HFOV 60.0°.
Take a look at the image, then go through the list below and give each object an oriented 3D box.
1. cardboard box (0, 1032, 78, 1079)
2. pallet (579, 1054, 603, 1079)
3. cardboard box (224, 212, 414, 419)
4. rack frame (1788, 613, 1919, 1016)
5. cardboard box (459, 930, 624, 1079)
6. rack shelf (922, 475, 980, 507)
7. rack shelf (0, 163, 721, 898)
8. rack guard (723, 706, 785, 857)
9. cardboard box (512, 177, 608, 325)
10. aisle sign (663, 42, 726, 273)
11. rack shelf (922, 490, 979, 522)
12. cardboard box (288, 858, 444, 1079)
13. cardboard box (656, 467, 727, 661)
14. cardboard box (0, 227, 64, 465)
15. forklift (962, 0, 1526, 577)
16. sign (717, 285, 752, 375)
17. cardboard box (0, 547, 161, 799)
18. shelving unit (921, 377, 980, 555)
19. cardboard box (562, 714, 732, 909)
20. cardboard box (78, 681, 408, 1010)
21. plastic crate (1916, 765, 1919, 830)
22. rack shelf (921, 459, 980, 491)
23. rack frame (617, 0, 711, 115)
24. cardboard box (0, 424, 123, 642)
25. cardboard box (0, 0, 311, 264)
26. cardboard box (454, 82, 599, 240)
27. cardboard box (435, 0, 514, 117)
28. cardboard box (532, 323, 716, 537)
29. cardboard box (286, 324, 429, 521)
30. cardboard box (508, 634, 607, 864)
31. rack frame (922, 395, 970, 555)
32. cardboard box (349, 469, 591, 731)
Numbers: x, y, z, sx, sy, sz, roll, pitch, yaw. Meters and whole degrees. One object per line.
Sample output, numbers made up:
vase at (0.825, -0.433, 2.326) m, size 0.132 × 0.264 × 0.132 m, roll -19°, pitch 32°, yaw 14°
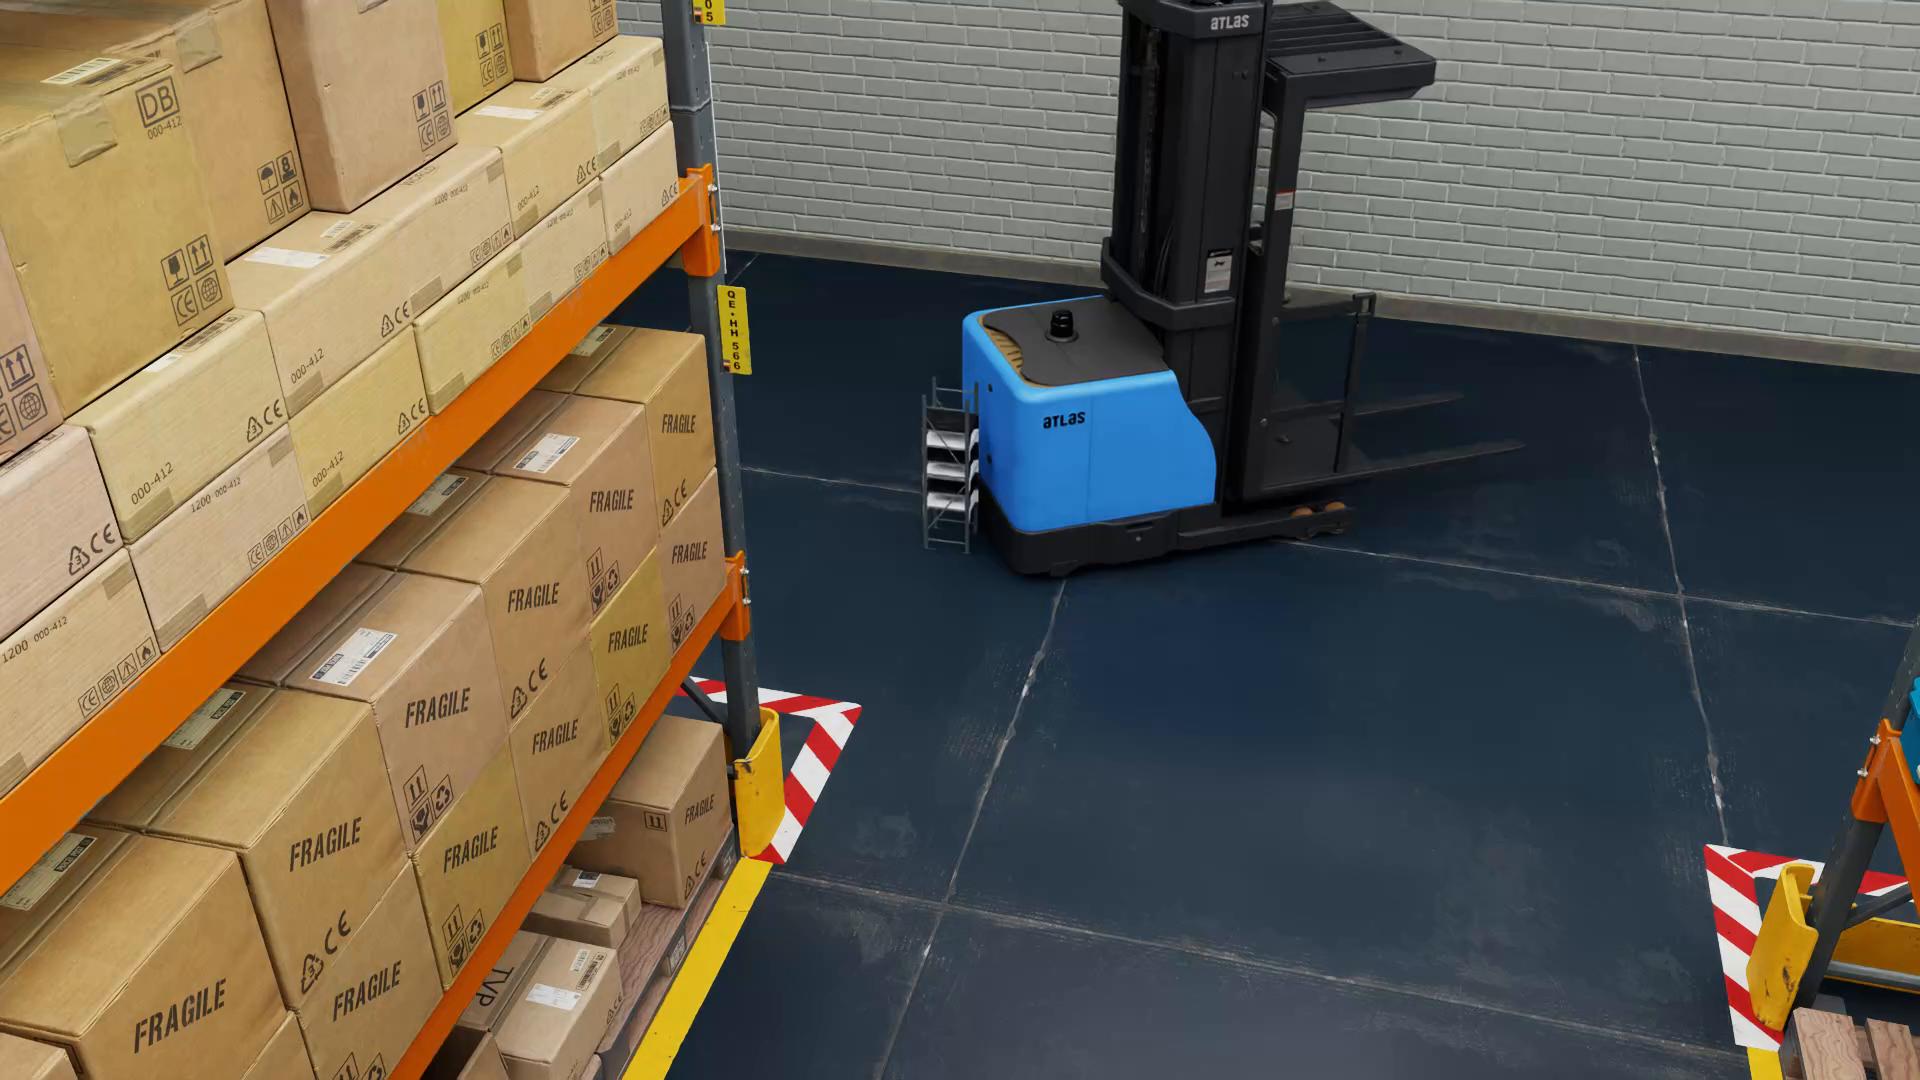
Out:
cardboard box at (-1.929, 1.222, 3.006) m, size 0.500 × 0.500 × 0.500 m, roll 9°, pitch 34°, yaw 14°
pallet at (-1.838, 2.078, 5.284) m, size 1.003 × 0.211 × 1.213 m, roll 8°, pitch 33°, yaw 12°
cardboard box at (-1.567, -0.516, 3.644) m, size 0.500 × 0.250 × 0.500 m, roll 8°, pitch 33°, yaw 12°
rack frame at (3.484, 0.493, 5.178) m, size 1.000 × 3.000 × 0.127 m, roll 8°, pitch 33°, yaw 12°
cardboard box at (-1.476, 1.596, 5.596) m, size 0.500 × 0.250 × 0.500 m, roll 8°, pitch 33°, yaw 12°
rack shelf at (-0.047, -0.269, 8.565) m, size 0.258 × 0.077 × 0.200 m, roll 7°, pitch 33°, yaw 11°
rack shelf at (-1.814, -0.107, 3.998) m, size 1.077 × 0.370 × 4.000 m, roll 8°, pitch 33°, yaw 12°
rack guard at (-1.325, 0.911, 6.851) m, size 1.175 × 0.500 × 0.348 m, roll 8°, pitch 33°, yaw 12°
cardboard box at (-1.319, -0.825, 4.596) m, size 0.500 × 0.250 × 0.500 m, roll 8°, pitch 33°, yaw 12°
aisle sign at (-0.992, -1.274, 5.535) m, size 0.394 × 0.787 × 0.004 m, roll 8°, pitch 33°, yaw 12°
rack shelf at (-0.047, -0.193, 8.613) m, size 0.258 × 0.077 × 0.200 m, roll 7°, pitch 33°, yaw 11°
cardboard box at (-1.672, 1.098, 4.134) m, size 0.500 × 0.500 × 0.500 m, roll 8°, pitch 33°, yaw 12°
cardboard box at (-1.156, 0.044, 5.791) m, size 0.500 × 0.500 × 0.500 m, roll 9°, pitch 34°, yaw 14°
cardboard box at (-1.971, -0.335, 2.660) m, size 0.700 × 0.500 × 0.500 m, roll 8°, pitch 33°, yaw 12°
forklift at (1.573, -1.500, 8.377) m, size 3.031 × 2.935 × 1.130 m, roll -9°, pitch 34°, yaw -15°
sign at (-0.774, -0.719, 5.711) m, size 0.100 × 0.325 × 0.005 m, roll 8°, pitch 33°, yaw 12°
cardboard box at (-1.828, 0.213, 2.964) m, size 0.500 × 0.250 × 0.500 m, roll 8°, pitch 33°, yaw 12°
shelving unit at (-0.047, -0.373, 8.499) m, size 0.258 × 0.900 × 0.210 m, roll 7°, pitch 33°, yaw 11°
cardboard box at (-1.206, 1.002, 6.298) m, size 0.500 × 0.500 × 0.500 m, roll 8°, pitch 33°, yaw 12°
cardboard box at (-1.668, 0.688, 3.847) m, size 0.500 × 0.500 × 0.500 m, roll 7°, pitch 33°, yaw 11°
plastic crate at (2.942, 0.818, 4.858) m, size 0.250 × 0.136 × 0.298 m, roll 8°, pitch 33°, yaw 12°
rack shelf at (-0.047, -0.345, 8.517) m, size 0.258 × 0.077 × 0.200 m, roll 7°, pitch 33°, yaw 11°
rack frame at (-1.306, -2.715, 4.633) m, size 1.000 × 3.000 × 0.127 m, roll 8°, pitch 33°, yaw 12°
cardboard box at (-1.832, 0.001, 2.831) m, size 0.500 × 0.250 × 0.500 m, roll 8°, pitch 33°, yaw 12°
cardboard box at (-1.870, -0.876, 3.510) m, size 0.700 × 0.500 × 0.500 m, roll 8°, pitch 33°, yaw 12°
cardboard box at (-1.316, -1.036, 4.461) m, size 0.500 × 0.250 × 0.500 m, roll 8°, pitch 33°, yaw 12°
cardboard box at (-1.629, -1.396, 4.329) m, size 0.700 × 0.500 × 0.500 m, roll 8°, pitch 33°, yaw 12°
cardboard box at (-1.153, -0.379, 5.525) m, size 0.500 × 0.500 × 0.500 m, roll 8°, pitch 33°, yaw 12°
cardboard box at (-1.576, -0.307, 3.780) m, size 0.500 × 0.250 × 0.500 m, roll 8°, pitch 33°, yaw 12°
cardboard box at (-1.417, 0.572, 4.961) m, size 0.500 × 0.500 × 0.500 m, roll 8°, pitch 33°, yaw 13°
rack frame at (-0.071, -0.320, 8.415) m, size 0.240 × 0.900 × 0.006 m, roll 7°, pitch 33°, yaw 11°
cardboard box at (-1.407, 0.153, 4.688) m, size 0.500 × 0.500 × 0.500 m, roll 9°, pitch 34°, yaw 14°
